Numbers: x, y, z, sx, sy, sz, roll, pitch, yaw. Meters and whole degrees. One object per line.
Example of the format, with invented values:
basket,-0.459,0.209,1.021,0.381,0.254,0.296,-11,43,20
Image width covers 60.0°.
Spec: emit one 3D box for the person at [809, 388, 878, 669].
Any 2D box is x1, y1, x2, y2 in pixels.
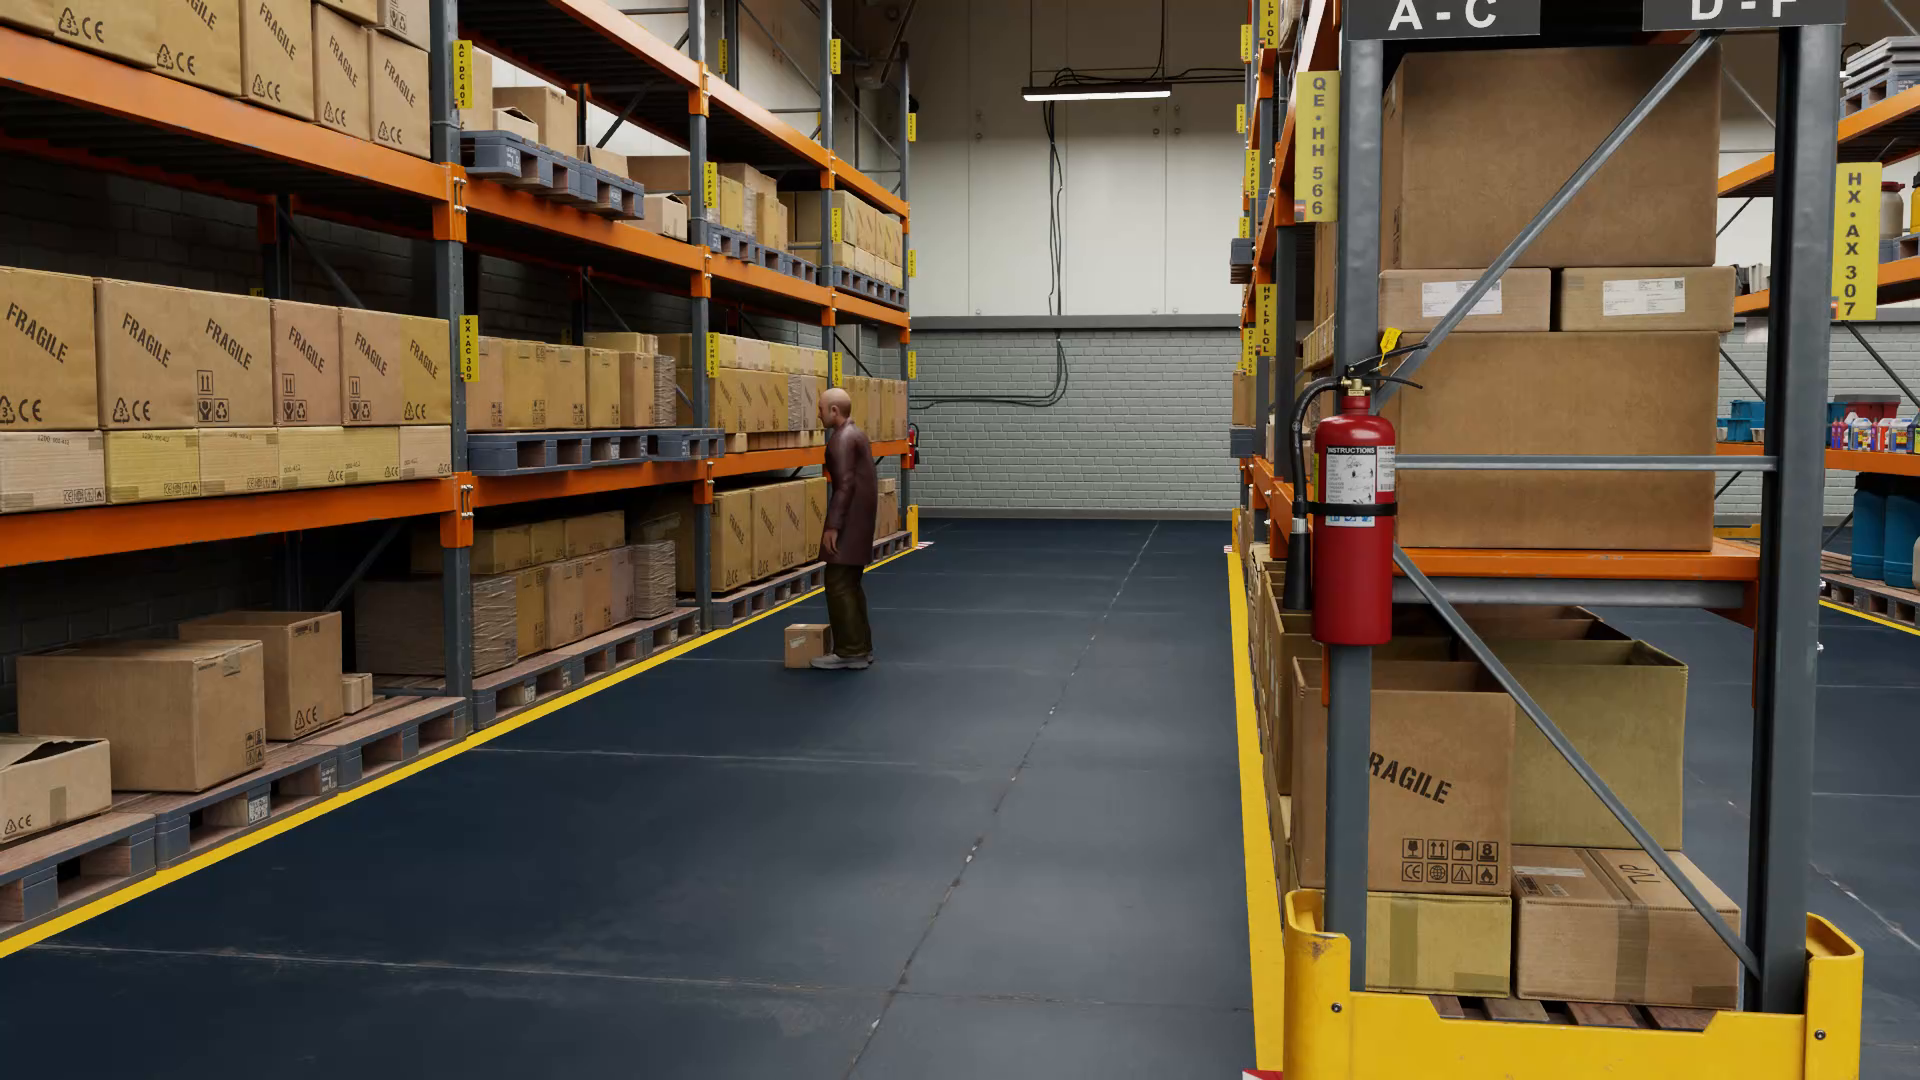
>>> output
person,-0.732,-0.077,10.598,0.419,1.774,0.646,1,4,8
